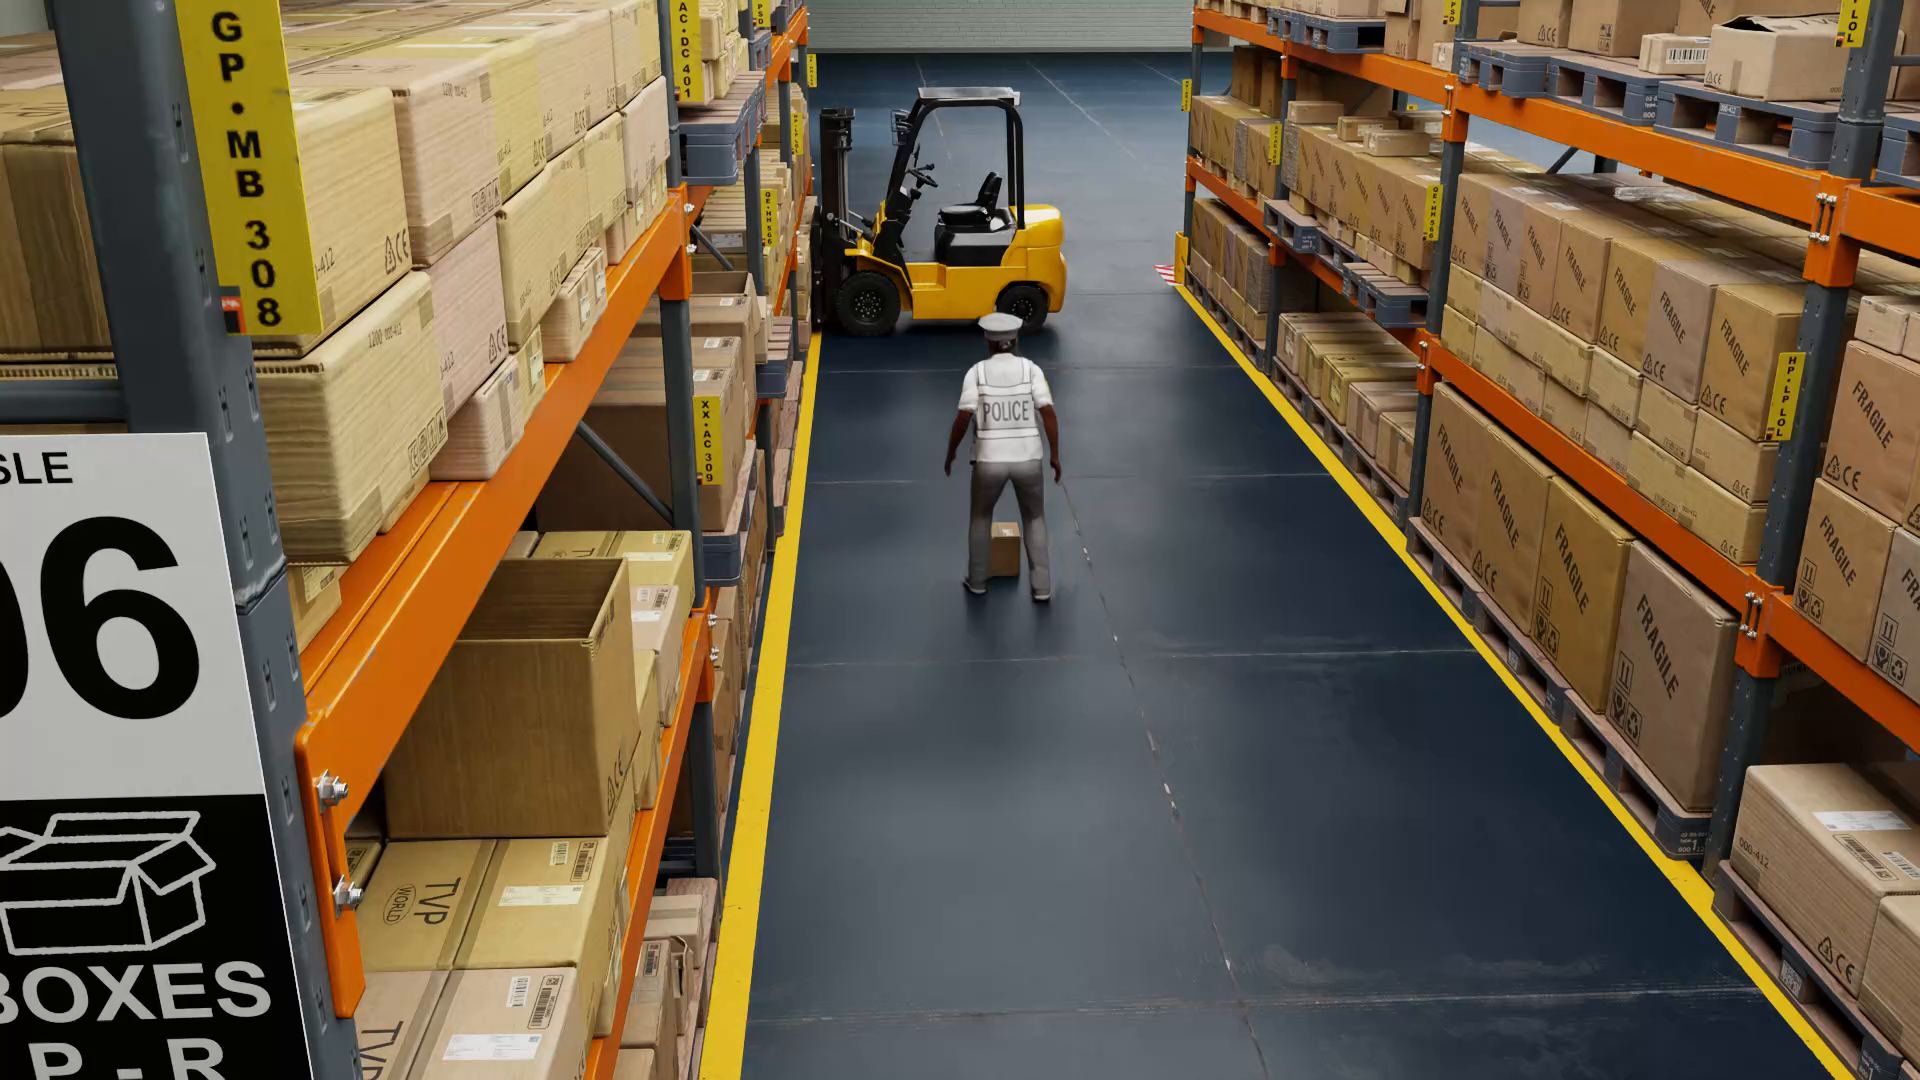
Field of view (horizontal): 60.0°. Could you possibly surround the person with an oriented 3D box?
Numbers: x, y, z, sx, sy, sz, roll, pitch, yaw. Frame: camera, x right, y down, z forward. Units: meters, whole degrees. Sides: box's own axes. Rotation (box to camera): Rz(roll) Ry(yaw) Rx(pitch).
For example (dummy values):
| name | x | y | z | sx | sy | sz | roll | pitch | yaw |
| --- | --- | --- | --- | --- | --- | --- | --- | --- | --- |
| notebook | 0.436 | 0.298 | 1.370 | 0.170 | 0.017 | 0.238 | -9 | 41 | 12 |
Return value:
| name | x | y | z | sx | sy | sz | roll | pitch | yaw |
| --- | --- | --- | --- | --- | --- | --- | --- | --- | --- |
| person | 0.235 | -0.433 | 9.330 | 0.646 | 1.630 | 0.525 | -1 | 21 | -3 |
